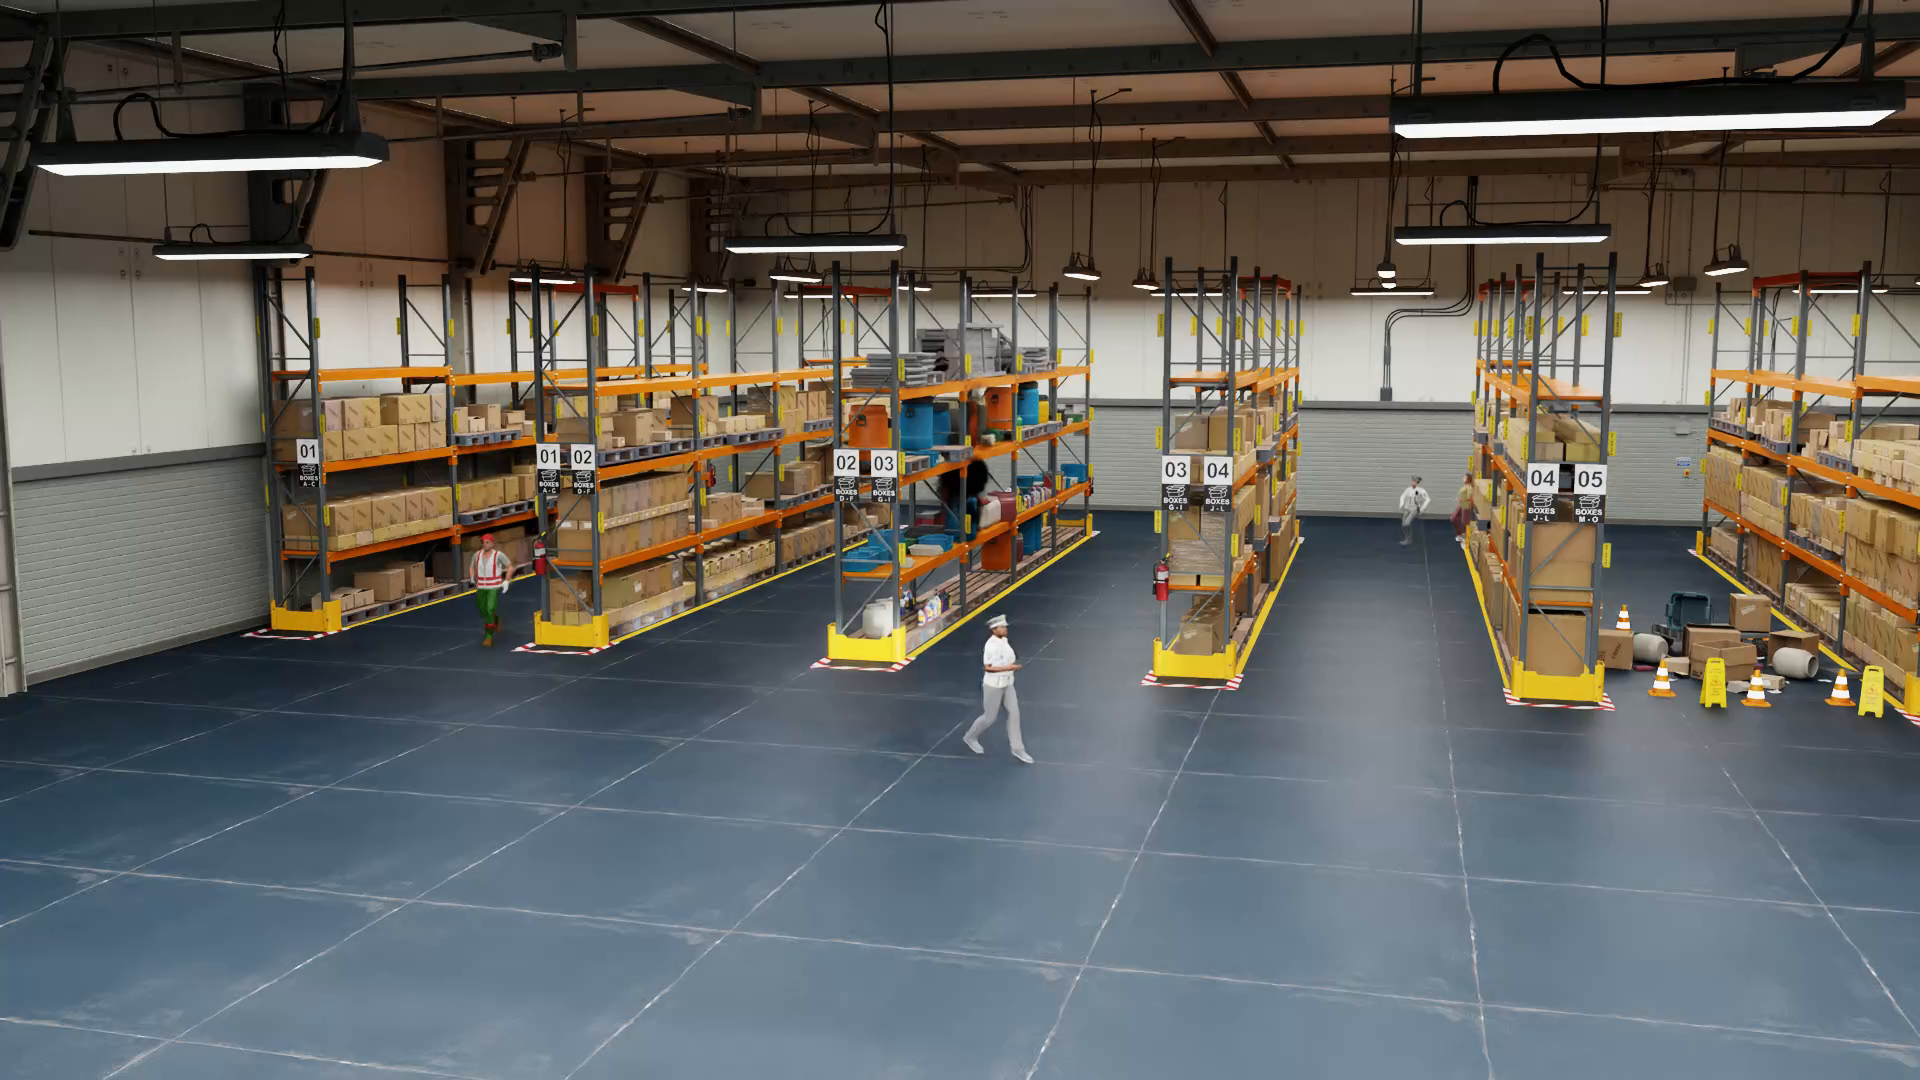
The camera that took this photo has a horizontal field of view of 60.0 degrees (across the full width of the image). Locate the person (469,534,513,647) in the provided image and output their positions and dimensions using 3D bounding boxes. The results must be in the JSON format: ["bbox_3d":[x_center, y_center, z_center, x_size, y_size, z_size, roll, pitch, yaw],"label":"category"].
[{"bbox_3d":[-7.516,0.775,26.597,0.698,1.771,0.761,1,7,9],"label":"person"}]

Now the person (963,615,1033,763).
[{"bbox_3d":[0.436,1.706,19.302,0.883,1.721,0.574,5,9,33],"label":"person"}]

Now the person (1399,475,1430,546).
[{"bbox_3d":[10.422,-0.674,38.338,0.587,1.643,0.675,-6,10,-41],"label":"person"}]

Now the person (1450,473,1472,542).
[{"bbox_3d":[11.846,-0.744,38.942,0.604,1.665,0.581,-1,7,-8],"label":"person"}]
